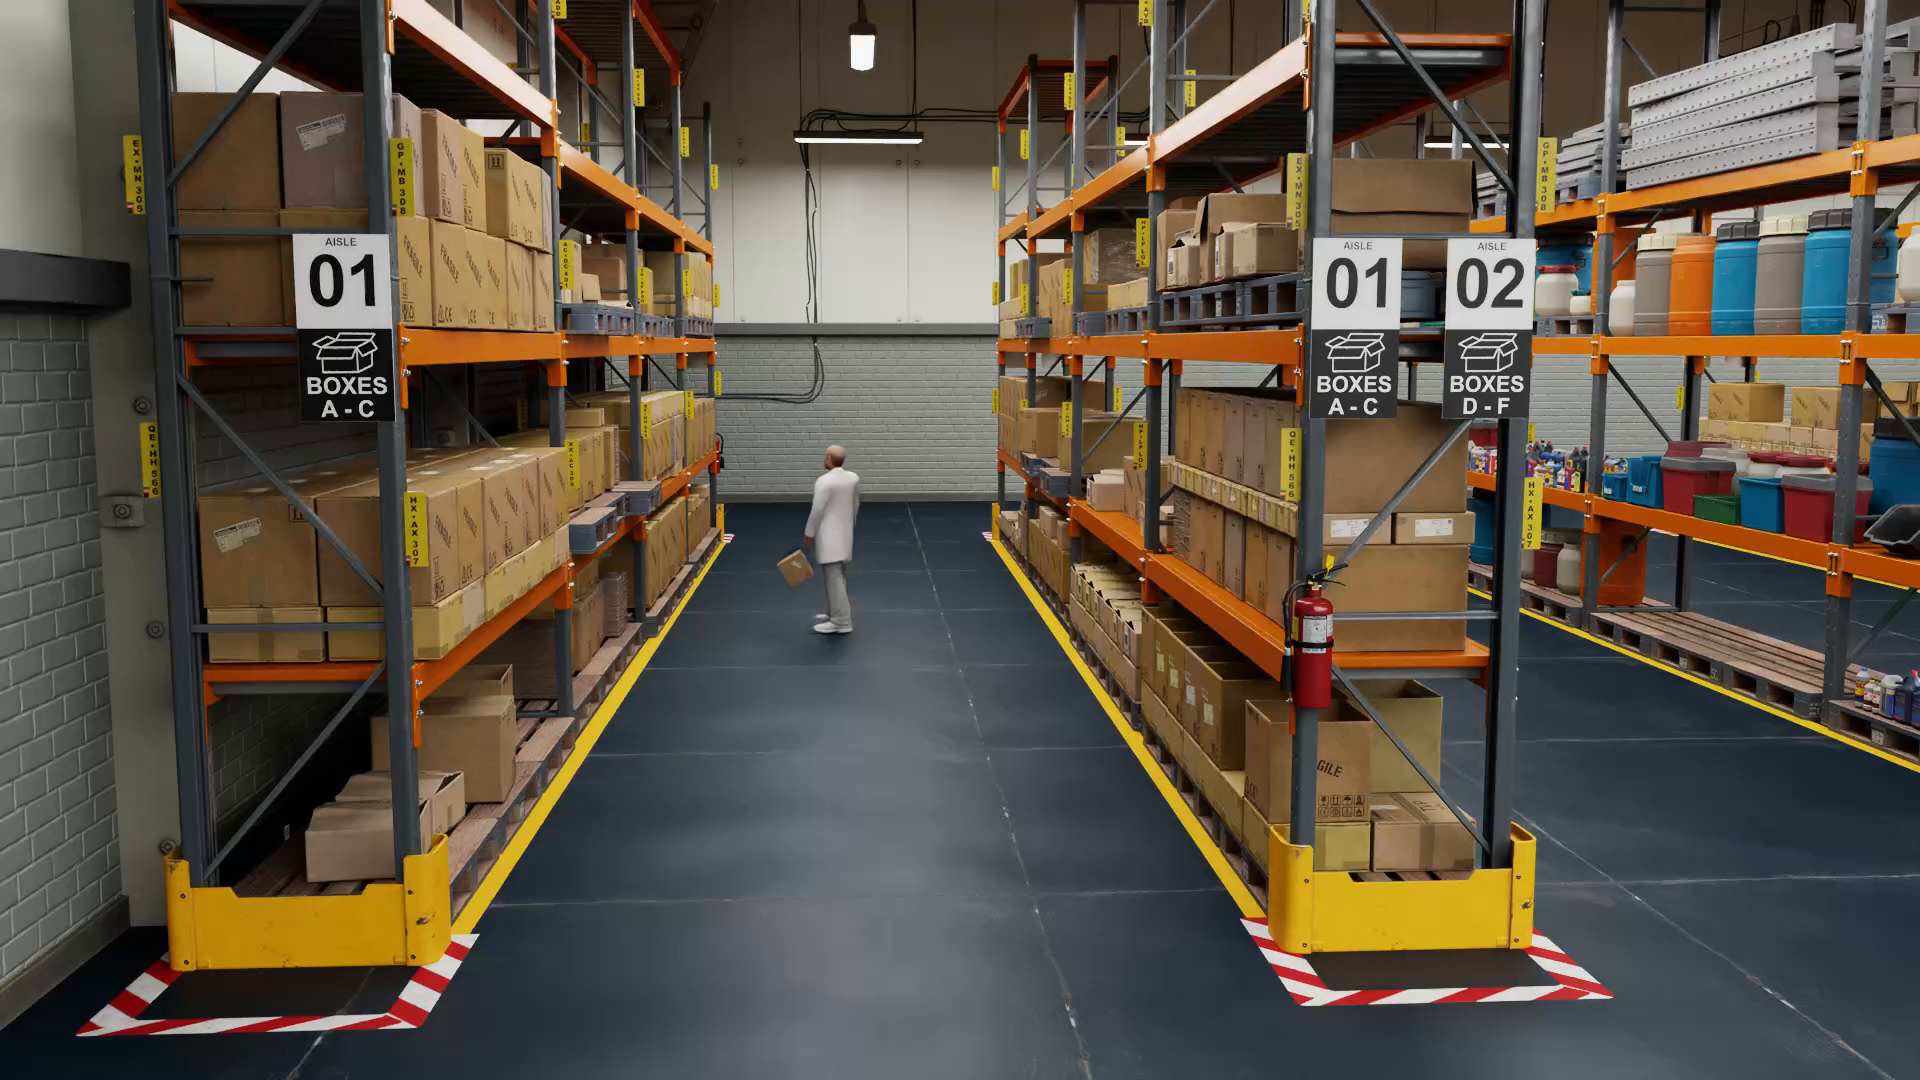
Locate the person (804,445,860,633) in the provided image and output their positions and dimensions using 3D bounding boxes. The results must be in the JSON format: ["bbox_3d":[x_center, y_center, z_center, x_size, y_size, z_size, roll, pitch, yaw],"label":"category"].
[{"bbox_3d":[-1.249,-0.026,15.932,0.656,1.774,0.655,5,8,36],"label":"person"}]
